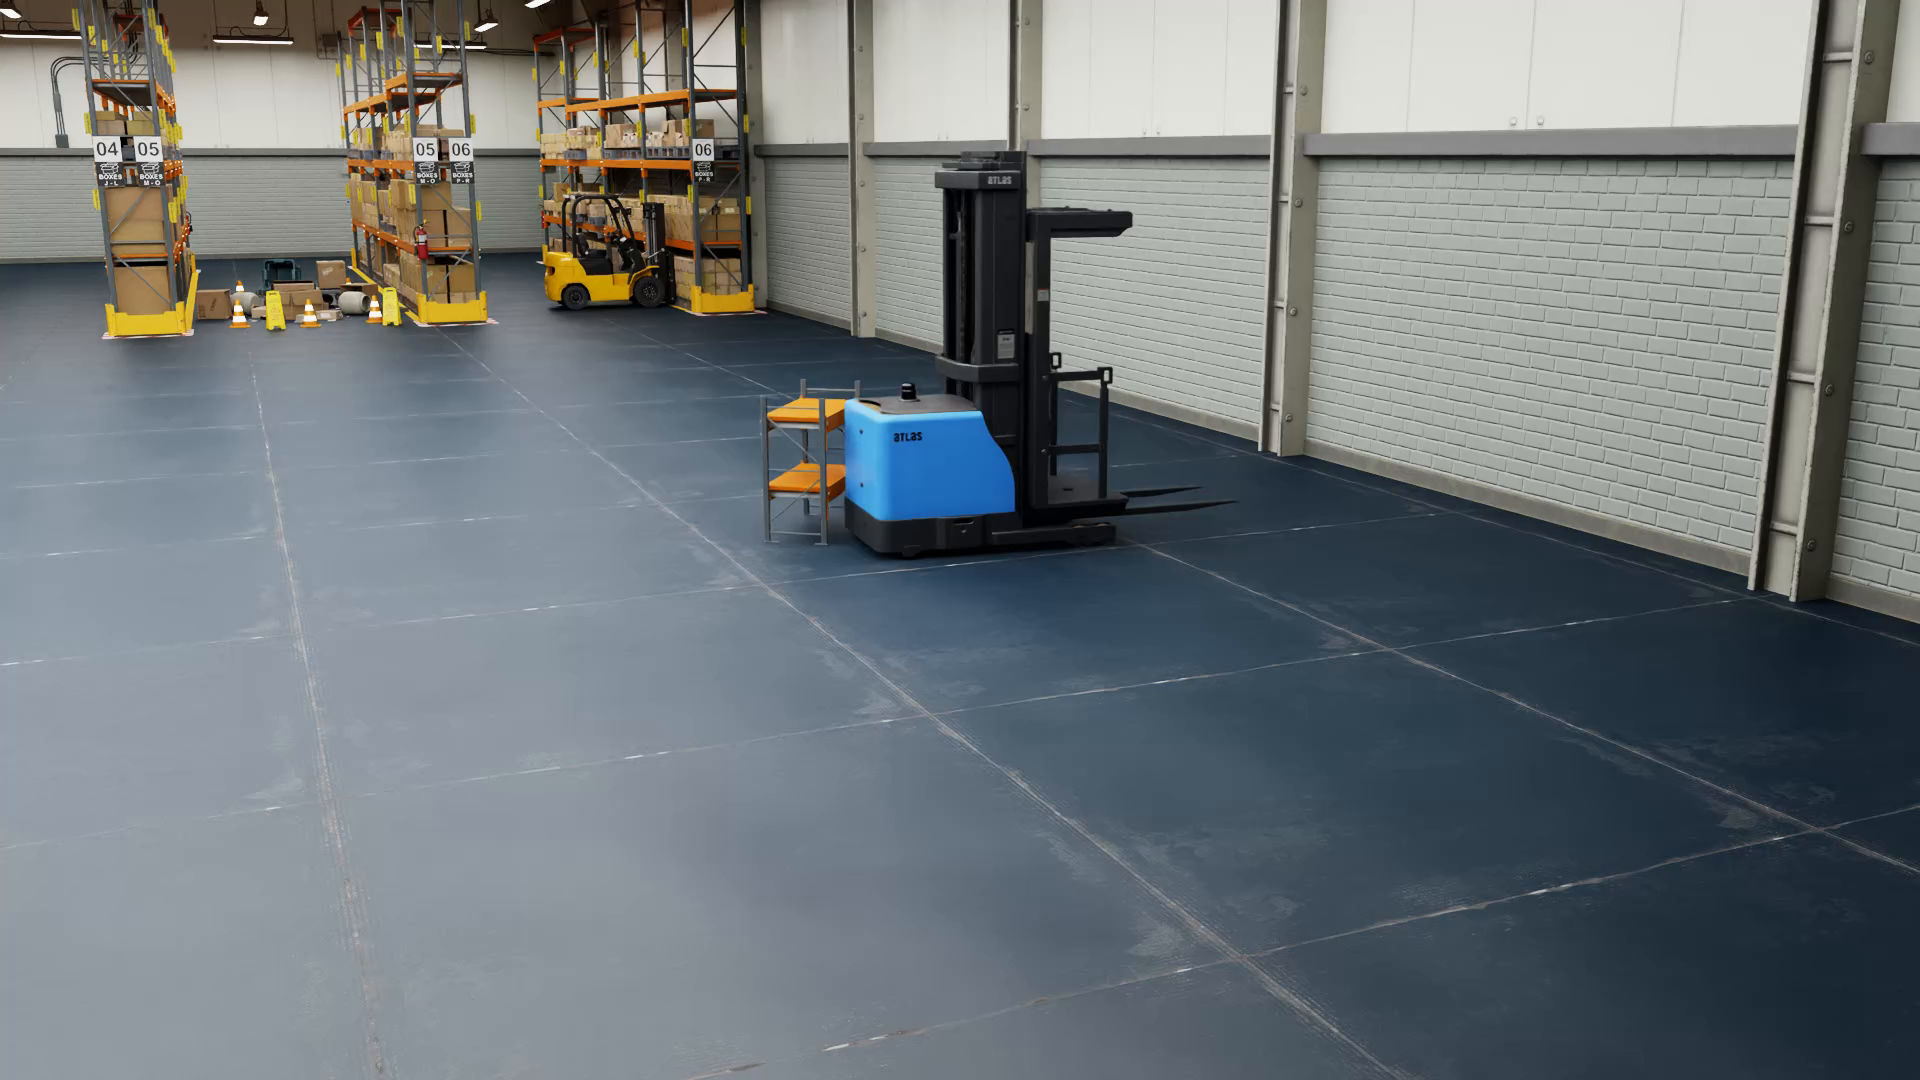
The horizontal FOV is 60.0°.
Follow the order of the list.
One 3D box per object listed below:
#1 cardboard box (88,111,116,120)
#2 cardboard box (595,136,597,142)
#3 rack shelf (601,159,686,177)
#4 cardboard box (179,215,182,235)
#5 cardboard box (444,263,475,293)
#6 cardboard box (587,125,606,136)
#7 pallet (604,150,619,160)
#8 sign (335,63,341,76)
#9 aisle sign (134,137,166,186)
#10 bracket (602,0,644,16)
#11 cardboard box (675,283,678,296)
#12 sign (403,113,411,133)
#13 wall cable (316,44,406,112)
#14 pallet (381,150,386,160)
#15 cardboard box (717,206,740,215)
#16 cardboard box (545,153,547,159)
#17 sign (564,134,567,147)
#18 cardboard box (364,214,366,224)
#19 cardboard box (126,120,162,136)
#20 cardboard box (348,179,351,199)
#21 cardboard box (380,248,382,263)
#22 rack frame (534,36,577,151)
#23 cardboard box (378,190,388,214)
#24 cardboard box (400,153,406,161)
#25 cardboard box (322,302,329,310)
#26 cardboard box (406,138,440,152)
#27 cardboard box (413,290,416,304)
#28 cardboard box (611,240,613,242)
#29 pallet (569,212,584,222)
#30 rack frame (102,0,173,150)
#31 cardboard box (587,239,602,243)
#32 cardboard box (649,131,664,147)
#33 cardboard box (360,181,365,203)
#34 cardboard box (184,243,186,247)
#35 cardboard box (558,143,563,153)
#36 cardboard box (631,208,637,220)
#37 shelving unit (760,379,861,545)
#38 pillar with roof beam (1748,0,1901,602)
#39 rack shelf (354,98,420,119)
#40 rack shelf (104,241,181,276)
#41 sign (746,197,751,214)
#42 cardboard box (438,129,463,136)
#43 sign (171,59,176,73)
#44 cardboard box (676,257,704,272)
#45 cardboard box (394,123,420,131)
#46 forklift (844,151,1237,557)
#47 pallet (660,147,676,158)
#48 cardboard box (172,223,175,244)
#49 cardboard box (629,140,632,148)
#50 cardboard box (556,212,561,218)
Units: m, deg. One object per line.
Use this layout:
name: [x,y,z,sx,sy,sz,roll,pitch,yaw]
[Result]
cardboard box: [-14.018,-6.938,27.177,0.380,0.149,0.250,-5,14,-22]
cardboard box: [-8.305,-9.374,38.857,0.380,0.149,0.250,-6,14,-25]
rack shelf: [-6.934,-8.186,36.529,1.077,0.370,4.000,-6,14,-23]
cardboard box: [-16.151,-6.448,33.855,0.500,0.500,0.500,-6,14,-23]
cardboard box: [-9.156,-4.813,30.517,0.500,0.500,0.500,-6,14,-25]
cardboard box: [-9.015,-10.145,41.224,0.396,0.266,0.258,-6,14,-23]
pallet: [-7.381,-8.725,37.684,1.213,0.211,1.003,-5,14,-20]
sign: [-15.997,-12.098,42.762,0.100,0.325,0.005,-6,14,-23]
aisle sign: [-13.268,-6.197,27.228,0.394,0.787,0.004,-6,14,-23]
bracket: [-7.910,-12.563,39.209,0.076,0.066,4.783,-6,14,-23]
cardboard box: [-5.390,-4.977,32.887,0.500,0.250,0.500,-5,14,-22]
sign: [-9.593,-7.233,28.853,0.100,0.325,0.005,-6,14,-23]
wall cable: [-17.332,-12.832,48.355,2.355,3.000,0.029,-6,14,-23]
pallet: [-11.247,-7.934,34.261,1.213,0.211,1.003,-6,14,-23]
cardboard box: [-4.428,-6.294,31.750,0.380,0.149,0.250,-6,14,-24]
cardboard box: [-11.025,-10.393,45.028,0.380,0.149,0.250,-5,14,-22]
sign: [-9.831,-9.977,41.527,0.100,0.325,0.005,-6,14,-23]
cardboard box: [-13.949,-7.678,39.723,0.500,0.250,0.500,-6,14,-24]
cardboard box: [-13.530,-6.828,27.585,0.500,0.250,0.500,-6,14,-23]
cardboard box: [-15.555,-9.103,43.109,0.500,0.500,0.500,-6,14,-24]
cardboard box: [-12.835,-6.543,38.270,0.875,0.875,0.875,-5,14,-22]
rack frame: [-10.939,-12.064,45.036,1.000,3.000,0.127,-6,14,-23]
cardboard box: [-12.313,-7.323,36.047,0.500,0.500,0.500,-6,14,-25]
cardboard box: [-10.132,-7.087,30.743,0.380,0.149,0.250,-6,14,-24]
cardboard box: [-12.319,-4.518,31.804,0.396,0.266,0.258,6,14,26]
cardboard box: [-9.529,-7.001,29.486,0.500,0.250,0.500,-6,14,-24]
cardboard box: [-9.847,-4.502,30.834,0.500,0.250,0.500,-6,14,-23]
cardboard box: [-8.368,-7.304,40.949,0.380,0.149,0.250,-5,14,-22]
pallet: [-9.117,-8.046,41.408,1.003,0.211,1.213,-6,14,-23]
rack frame: [-16.776,-9.494,33.933,1.000,3.000,0.127,-6,14,-23]
cardboard box: [-9.020,-7.362,41.198,0.380,0.149,0.250,-6,14,-24]
cardboard box: [-6.022,-8.139,33.776,0.500,0.311,0.500,-5,14,-22]
cardboard box: [-13.971,-8.284,39.573,0.500,0.500,0.500,-5,14,-22]
cardboard box: [-17.655,-6.511,37.299,0.500,0.250,0.500,-5,14,-20]
cardboard box: [-9.978,-10.031,42.580,0.500,0.250,0.500,-6,14,-25]
cardboard box: [-6.776,-7.016,35.756,0.500,0.250,0.500,-6,14,-24]
shelving unit: [-1.154,-0.635,13.118,0.538,1.125,1.048,3,13,12]
pillar with roof beam: [1.686,-3.636,8.623,9.100,9.000,0.400,-6,14,-23]
rack shelf: [-13.082,-9.830,37.866,1.077,0.370,4.000,-6,14,-23]
rack shelf: [-14.373,-4.981,29.334,1.077,0.370,4.000,-6,14,-23]
sign: [-4.019,-6.345,31.535,0.100,0.325,0.005,-6,14,-23]
cardboard box: [-9.032,-7.205,29.487,0.380,0.149,0.250,-6,14,-23]
sign: [-19.464,-11.725,41.149,0.100,0.325,0.005,-6,14,-23]
cardboard box: [-5.210,-5.359,32.323,0.500,0.250,0.500,-5,14,-22]
cardboard box: [-11.028,-8.157,33.103,0.500,0.250,0.500,-5,14,-22]
forklift: [0.669,-1.481,12.767,3.031,2.935,1.130,-5,14,-19]
pallet: [-5.282,-7.654,32.834,1.003,0.211,1.213,-6,14,-23]
cardboard box: [-14.774,-5.631,30.215,0.875,0.550,0.550,-6,14,-23]
cardboard box: [-6.851,-8.454,35.495,0.380,0.149,0.250,-6,14,-23]
cardboard box: [-10.464,-8.603,43.944,0.380,0.149,0.250,-5,14,-22]
